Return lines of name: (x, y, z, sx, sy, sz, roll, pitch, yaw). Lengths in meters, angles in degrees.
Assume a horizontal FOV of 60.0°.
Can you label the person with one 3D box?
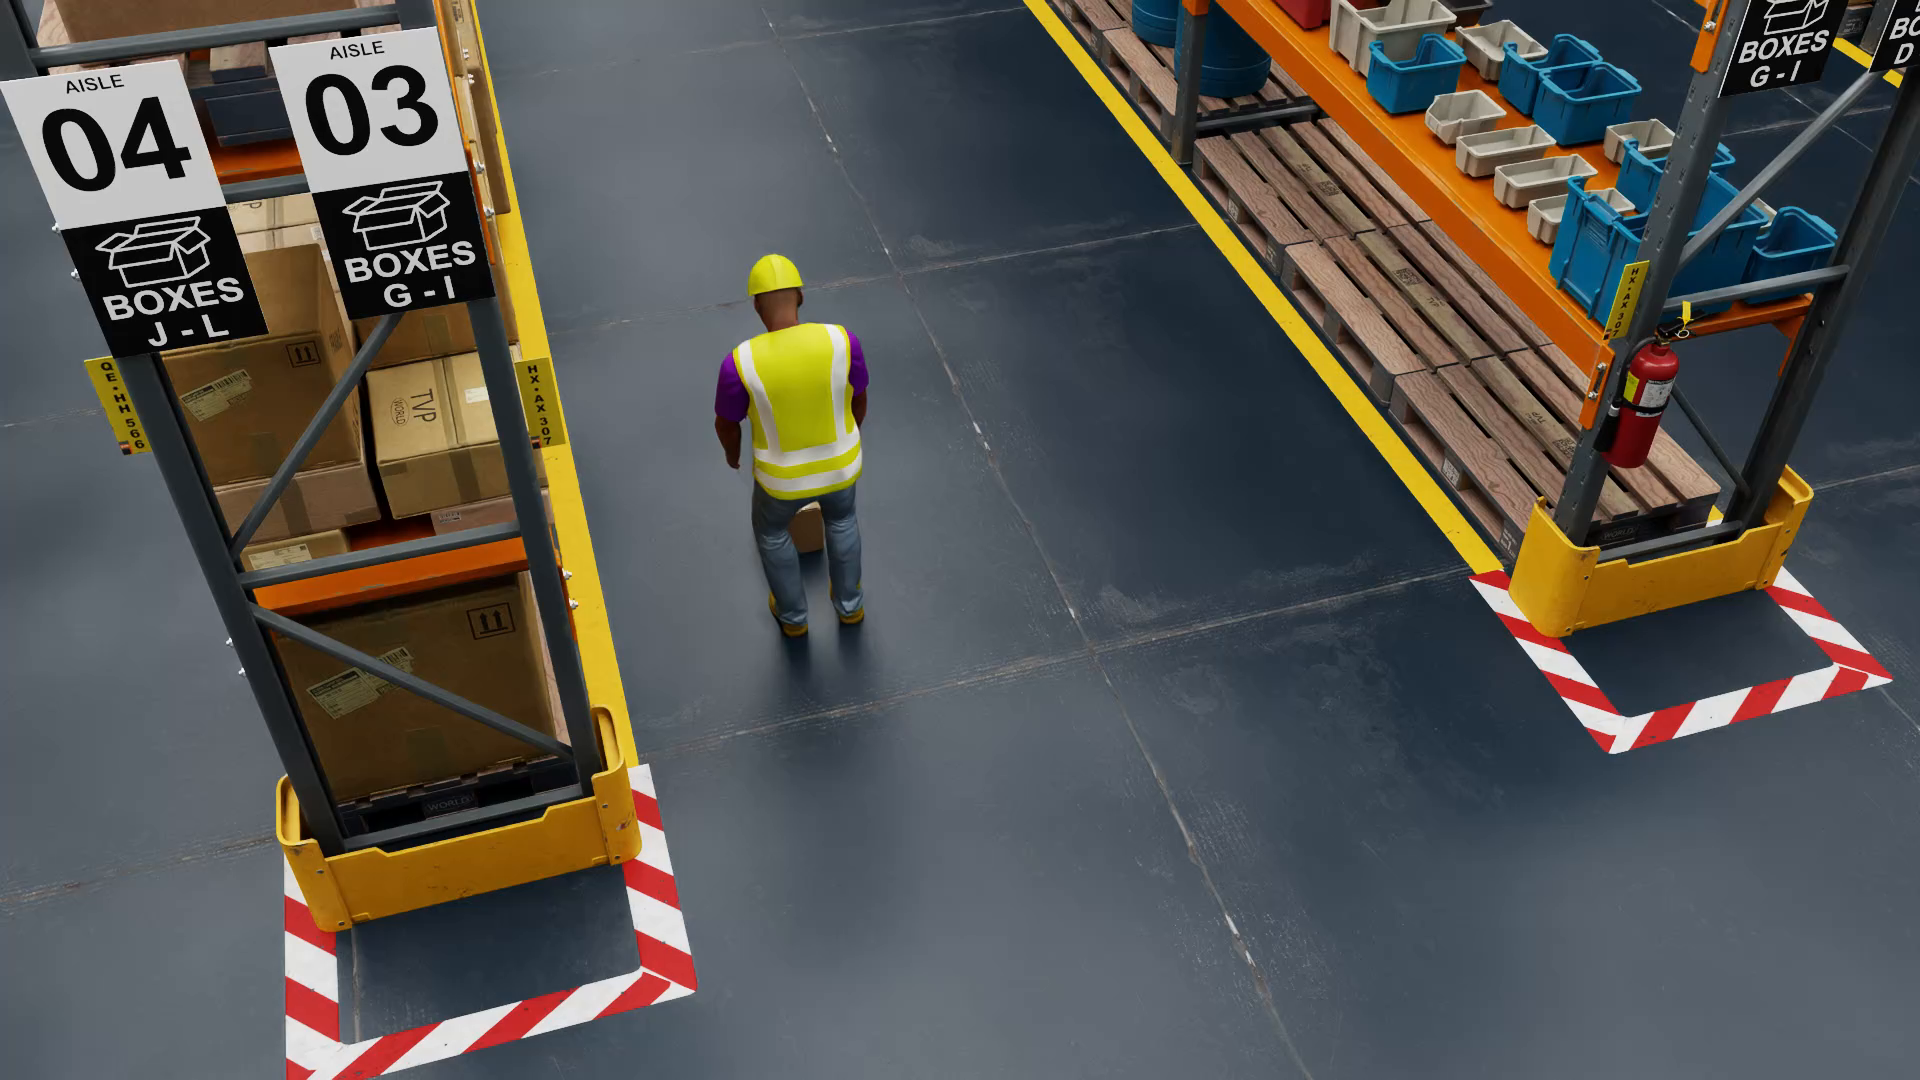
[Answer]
person: (-0.649, -0.333, 6.577, 0.602, 1.682, 0.511, -11, 43, -12)
